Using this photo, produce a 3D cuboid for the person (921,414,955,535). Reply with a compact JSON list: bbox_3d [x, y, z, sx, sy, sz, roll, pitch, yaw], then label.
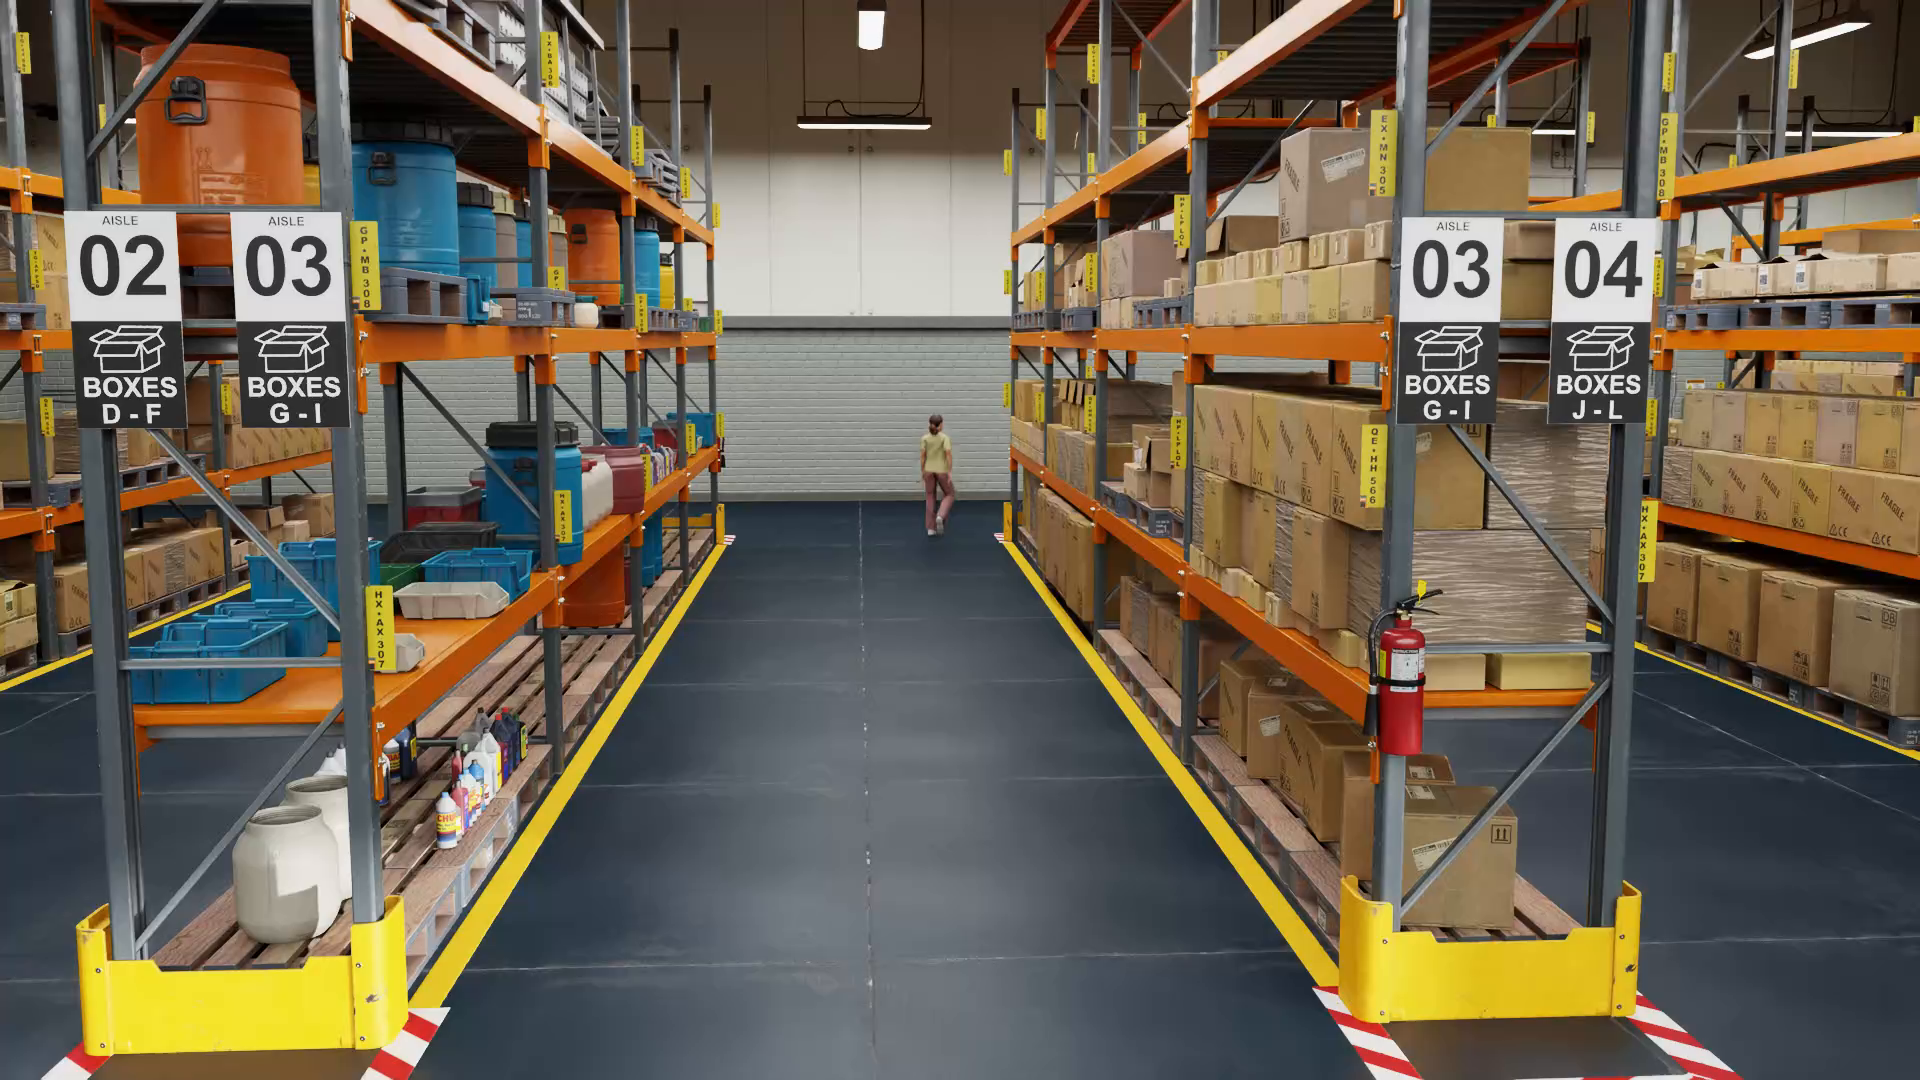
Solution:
[{"bbox_3d":[-0.319,-0.910,23.034,0.487,1.664,0.468,2,7,13],"label":"person"}]
